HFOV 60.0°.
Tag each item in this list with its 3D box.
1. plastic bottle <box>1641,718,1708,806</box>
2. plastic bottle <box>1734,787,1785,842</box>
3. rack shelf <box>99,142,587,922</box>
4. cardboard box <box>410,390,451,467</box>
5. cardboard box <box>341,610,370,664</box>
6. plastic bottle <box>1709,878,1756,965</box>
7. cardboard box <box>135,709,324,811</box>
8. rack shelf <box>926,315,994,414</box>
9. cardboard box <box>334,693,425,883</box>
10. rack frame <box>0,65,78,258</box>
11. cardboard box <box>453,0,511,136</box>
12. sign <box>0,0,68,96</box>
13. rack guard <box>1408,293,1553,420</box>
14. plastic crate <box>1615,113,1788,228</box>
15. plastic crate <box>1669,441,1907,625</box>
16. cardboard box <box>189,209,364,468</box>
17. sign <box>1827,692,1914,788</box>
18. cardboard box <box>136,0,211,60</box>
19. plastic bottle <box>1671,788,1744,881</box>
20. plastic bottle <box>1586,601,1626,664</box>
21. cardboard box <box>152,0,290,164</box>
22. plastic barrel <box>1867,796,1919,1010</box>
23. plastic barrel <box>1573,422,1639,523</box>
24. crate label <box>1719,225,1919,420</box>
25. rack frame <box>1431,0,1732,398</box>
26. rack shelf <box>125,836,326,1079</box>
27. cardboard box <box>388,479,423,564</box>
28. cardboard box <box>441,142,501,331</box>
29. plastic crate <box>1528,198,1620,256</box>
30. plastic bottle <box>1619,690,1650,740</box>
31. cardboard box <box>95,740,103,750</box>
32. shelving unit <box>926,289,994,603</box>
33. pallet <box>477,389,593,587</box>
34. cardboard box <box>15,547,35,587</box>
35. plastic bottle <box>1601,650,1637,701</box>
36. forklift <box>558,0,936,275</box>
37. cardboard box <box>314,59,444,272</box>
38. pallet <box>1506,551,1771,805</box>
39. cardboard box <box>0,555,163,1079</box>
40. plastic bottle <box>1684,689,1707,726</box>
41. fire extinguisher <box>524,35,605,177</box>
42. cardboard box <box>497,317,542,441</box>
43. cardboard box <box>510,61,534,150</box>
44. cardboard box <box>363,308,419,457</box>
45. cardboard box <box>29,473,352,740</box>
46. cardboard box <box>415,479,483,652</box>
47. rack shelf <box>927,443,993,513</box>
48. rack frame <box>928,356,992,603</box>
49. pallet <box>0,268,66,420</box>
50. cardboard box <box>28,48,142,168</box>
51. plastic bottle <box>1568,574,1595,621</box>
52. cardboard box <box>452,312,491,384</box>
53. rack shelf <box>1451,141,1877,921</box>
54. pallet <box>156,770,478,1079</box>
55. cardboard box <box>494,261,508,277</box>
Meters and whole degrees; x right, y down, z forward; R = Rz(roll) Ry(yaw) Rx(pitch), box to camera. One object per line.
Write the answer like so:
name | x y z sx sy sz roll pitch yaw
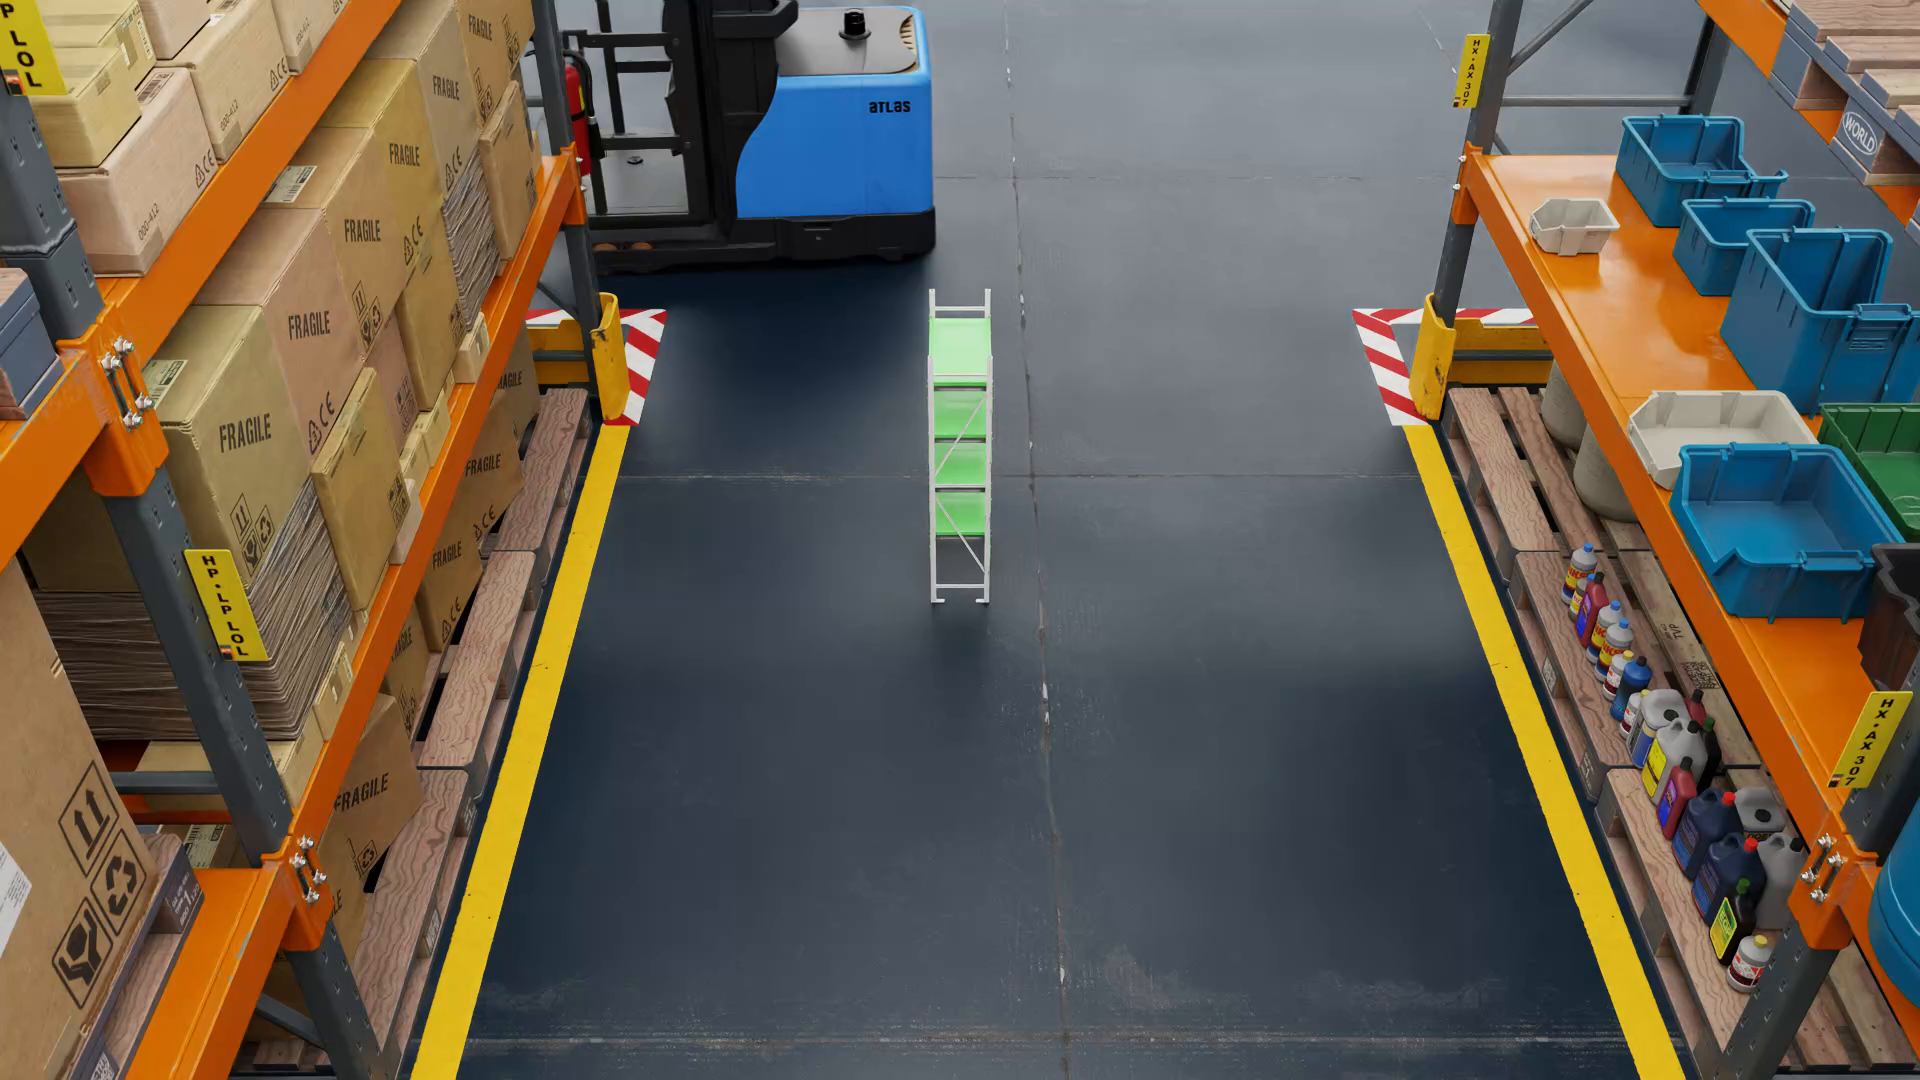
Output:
plastic bottle | 2.460 0.738 5.697 0.144 0.351 0.185 0 39 0
plastic bottle | 2.609 0.953 5.488 0.152 0.276 0.135 0 39 0
rack shelf | -2.205 -0.366 5.883 1.077 0.370 4.000 0 39 0
cardboard box | -1.917 -0.370 5.514 0.380 0.149 0.250 0 39 0
cardboard box | -1.918 0.255 4.734 0.380 0.149 0.250 0 39 0
plastic bottle | 2.420 1.188 5.189 0.061 0.283 0.133 2 39 2
cardboard box | -1.902 0.568 4.344 0.380 0.149 0.250 0 39 0
rack shelf | 0.000 -0.689 6.485 0.258 0.148 0.480 0 39 0
cardboard box | -2.172 0.807 5.507 0.500 0.500 0.500 12 40 14
rack frame | -2.203 -1.737 2.221 1.000 3.000 0.127 0 39 0
cardboard box | -1.953 -1.786 5.963 0.500 0.500 0.500 0 39 0
sign | -1.648 -0.924 2.878 0.100 0.325 0.005 0 39 0
rack guard | 2.793 -0.878 7.946 1.175 0.500 0.348 0 39 0
plastic crate | 3.045 -1.530 6.879 0.499 0.251 0.616 0 39 0
plastic crate | 2.477 -0.033 5.012 0.499 0.251 0.616 0 39 0
cardboard box | -1.951 -0.535 4.402 0.500 0.500 0.500 0 39 0
sign | 2.200 0.486 4.023 0.100 0.325 0.005 0 39 0
cardboard box | -1.943 -1.204 3.756 0.380 0.149 0.250 0 39 0
plastic bottle | 2.461 0.940 5.445 0.144 0.351 0.185 -2 39 -2
plastic bottle | 2.436 0.341 6.256 0.097 0.271 0.097 0 39 0
cardboard box | -1.953 -1.120 3.971 0.500 0.250 0.500 0 39 0
plastic barrel | 2.448 0.647 3.643 0.600 0.901 0.708 0 39 0
plastic barrel | 2.823 -0.369 6.965 0.421 0.512 0.421 0 39 0
crate label | 3.018 -0.764 5.776 0.502 0.435 0.616 0 39 0
rack frame | 2.745 -1.901 7.223 1.000 3.000 0.127 0 39 0
rack shelf | -2.201 2.136 2.762 1.077 0.370 4.000 0 39 0
cardboard box | -1.887 -0.058 5.124 0.380 0.149 0.250 0 39 0
cardboard box | -2.156 -1.083 5.885 0.875 0.500 0.500 0 39 0
plastic crate | 2.425 -1.238 6.607 0.298 0.136 0.250 0 39 0
plastic bottle | 2.437 0.621 5.962 0.097 0.201 0.097 0 39 0
cardboard box | -2.497 0.568 4.343 0.380 0.149 0.250 0 39 0
shelving unit | 0.000 -0.365 6.746 0.258 1.200 0.503 0 39 0
pallet | -2.242 -0.253 7.397 1.003 0.211 1.213 0 39 0
cardboard box | -2.479 -0.222 4.011 0.500 0.500 0.500 0 39 0
plastic bottle | 2.437 0.492 6.123 0.097 0.201 0.097 0 39 0
forklift | -1.673 -2.927 8.559 3.031 2.935 1.130 -2 39 -3
cardboard box | -1.963 -1.161 5.182 0.500 0.500 0.500 0 39 0
pallet | 2.787 0.504 6.452 1.003 0.211 1.213 0 39 0
cardboard box | -2.342 0.703 3.158 1.000 1.000 1.000 0 39 0
plastic bottle | 2.571 0.662 5.845 0.061 0.283 0.133 0 39 0
fire extinguisher | -1.747 -1.939 7.333 0.296 0.674 0.183 0 39 0
cardboard box | -2.224 -0.695 7.382 0.500 0.500 0.500 7 39 8
cardboard box | -2.234 -1.708 6.665 0.875 0.500 0.500 0 39 0
cardboard box | -2.208 -0.458 5.105 0.875 0.500 0.500 0 39 0
cardboard box | -2.142 0.168 4.324 0.875 0.500 0.500 0 39 0
cardboard box | -2.207 0.070 6.427 0.500 0.500 0.500 3 39 4
rack shelf | 0.000 -0.315 6.786 0.258 0.148 0.480 0 39 0
rack frame | 0.000 -0.212 6.555 0.240 1.200 0.015 0 39 0
pallet | -2.309 -0.107 2.736 1.213 0.211 1.003 0 39 0
cardboard box | -1.895 -0.867 3.335 0.380 0.149 0.250 -1 39 -1
plastic bottle | 2.436 0.218 6.465 0.097 0.201 0.097 0 39 0
cardboard box | -1.894 -0.683 5.905 0.380 0.149 0.250 0 39 0
rack shelf | 2.748 -0.369 5.887 1.077 0.370 4.000 0 39 0
pallet | -2.239 1.272 5.493 1.003 0.211 1.213 0 39 0
cardboard box | -1.964 -1.152 6.490 0.380 0.149 0.250 0 39 0
